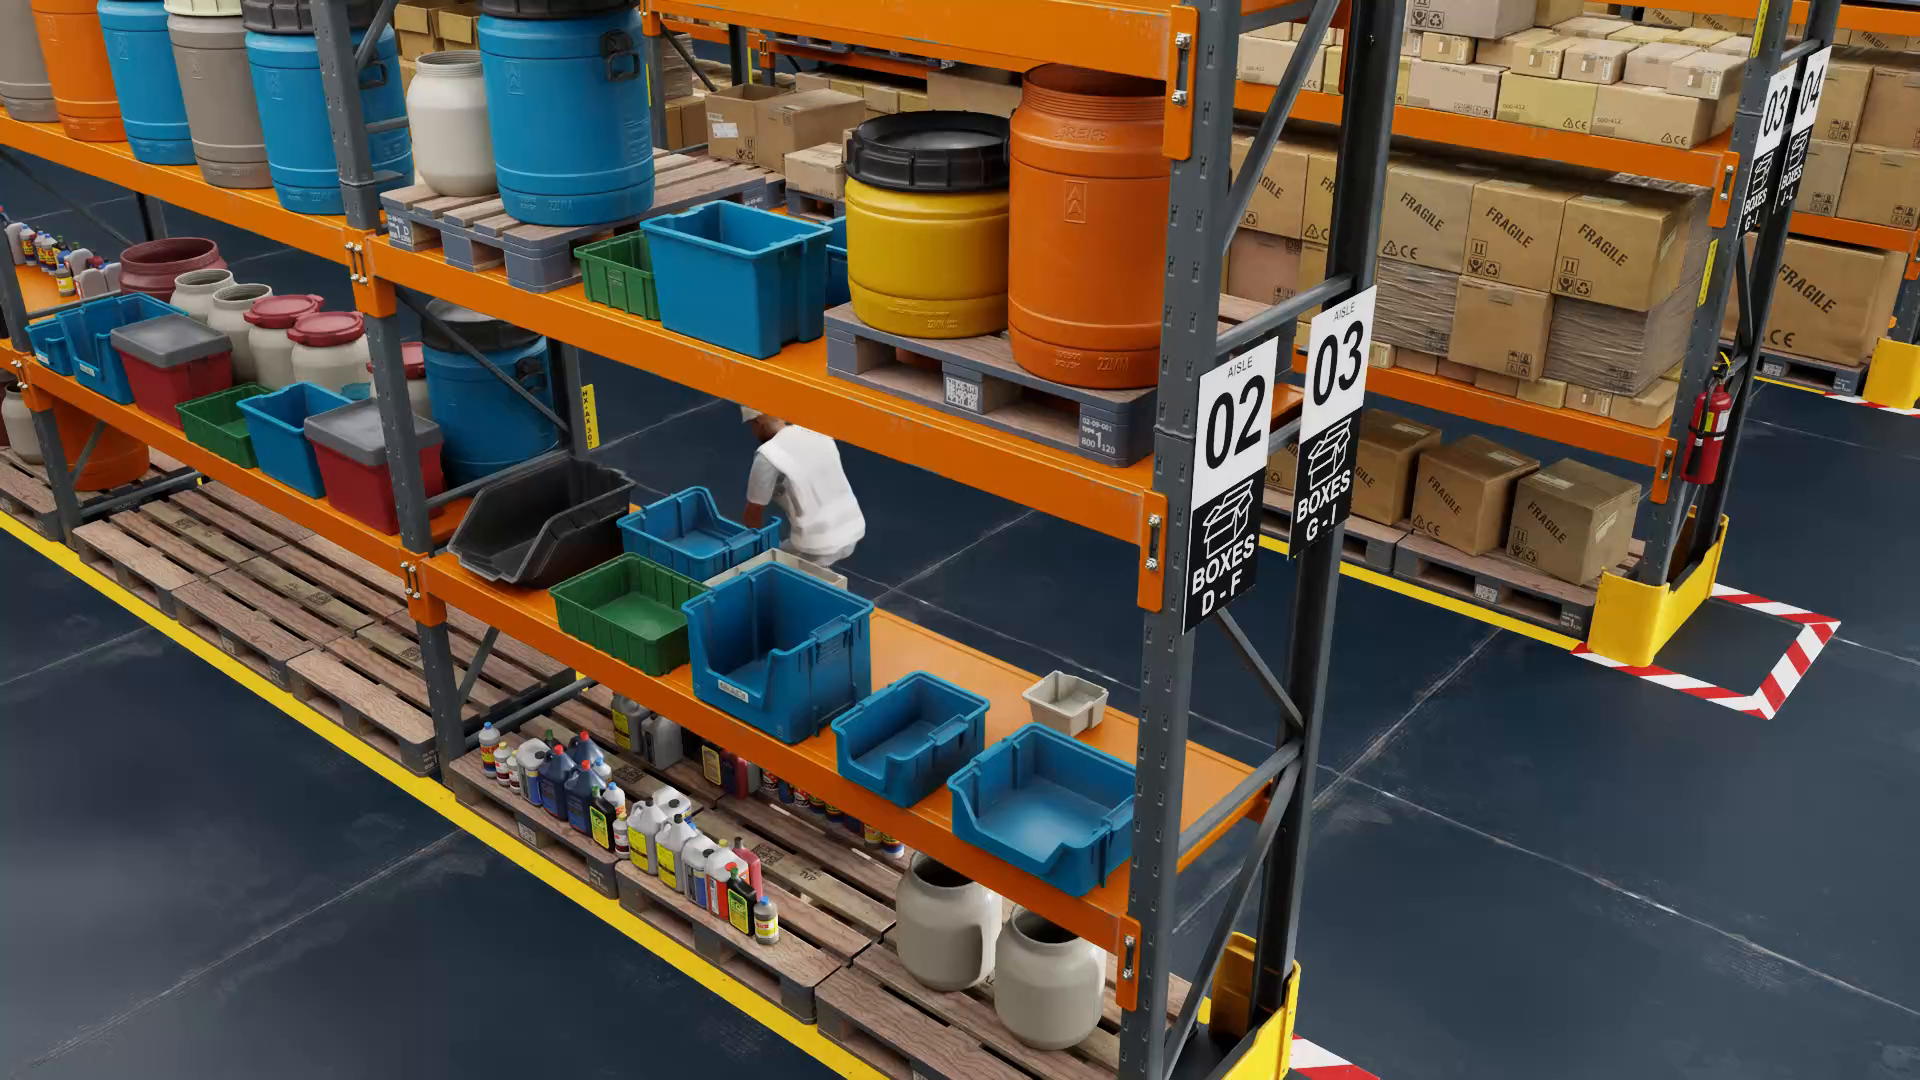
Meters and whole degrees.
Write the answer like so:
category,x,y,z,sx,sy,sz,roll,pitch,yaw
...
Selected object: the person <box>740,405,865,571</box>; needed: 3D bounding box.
category,x,y,z,sx,sy,sz,roll,pitch,yaw
person,-0.874,-0.045,8.968,0.696,1.525,0.608,21,34,35
